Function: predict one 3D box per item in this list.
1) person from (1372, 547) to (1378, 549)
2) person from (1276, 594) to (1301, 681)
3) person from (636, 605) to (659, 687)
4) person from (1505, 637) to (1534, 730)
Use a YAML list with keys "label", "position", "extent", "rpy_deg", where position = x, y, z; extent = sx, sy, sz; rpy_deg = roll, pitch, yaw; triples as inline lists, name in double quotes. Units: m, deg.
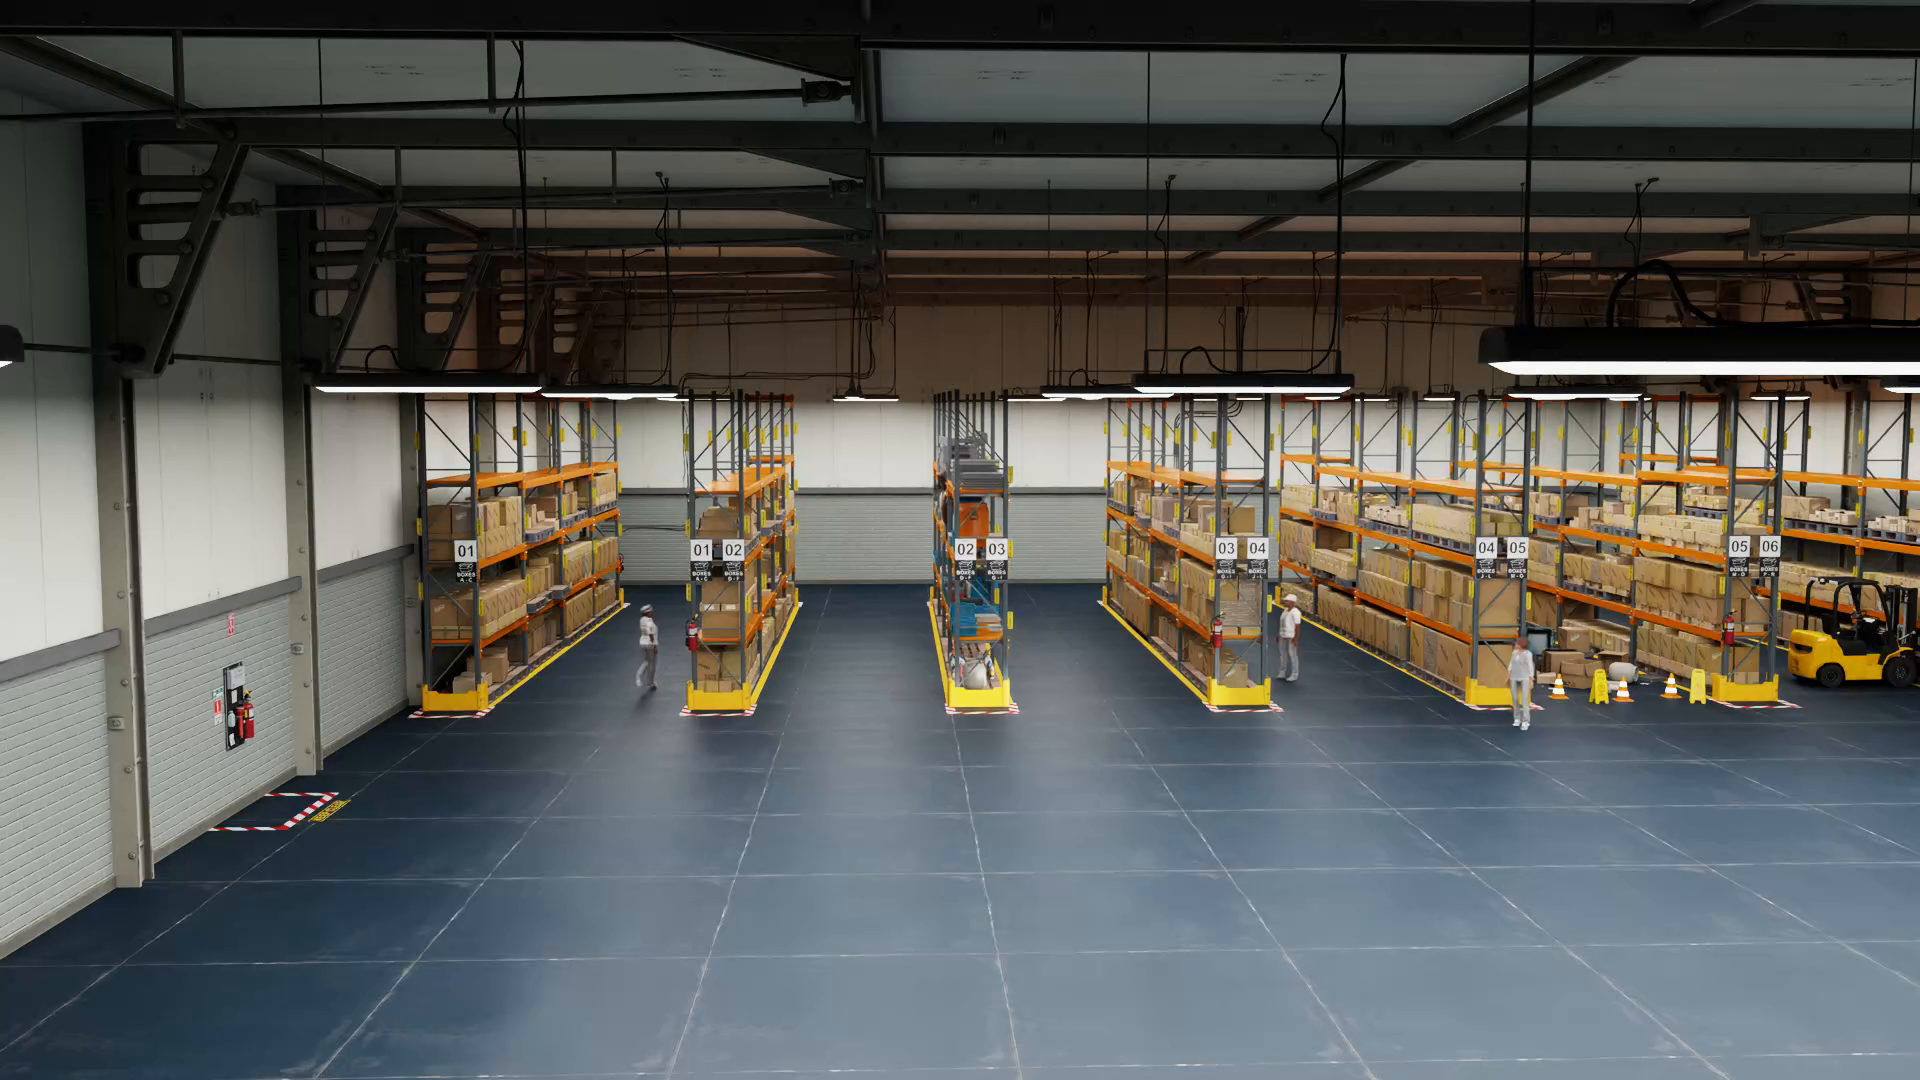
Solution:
- label: "person"
  position: [11.405, 1.083, 46.053]
  extent: [0.633, 1.781, 0.583]
  rpy_deg: [1, 5, 8]
- label: "person"
  position: [6.833, 2.009, 34.591]
  extent: [0.423, 1.769, 0.628]
  rpy_deg: [-4, 6, -38]
- label: "person"
  position: [-6.293, 2.134, 33.523]
  extent: [0.447, 1.687, 0.502]
  rpy_deg: [3, 5, 31]
- label: "person"
  position: [9.922, 2.531, 29.563]
  extent: [0.494, 1.613, 0.551]
  rpy_deg: [4, 6, 38]
